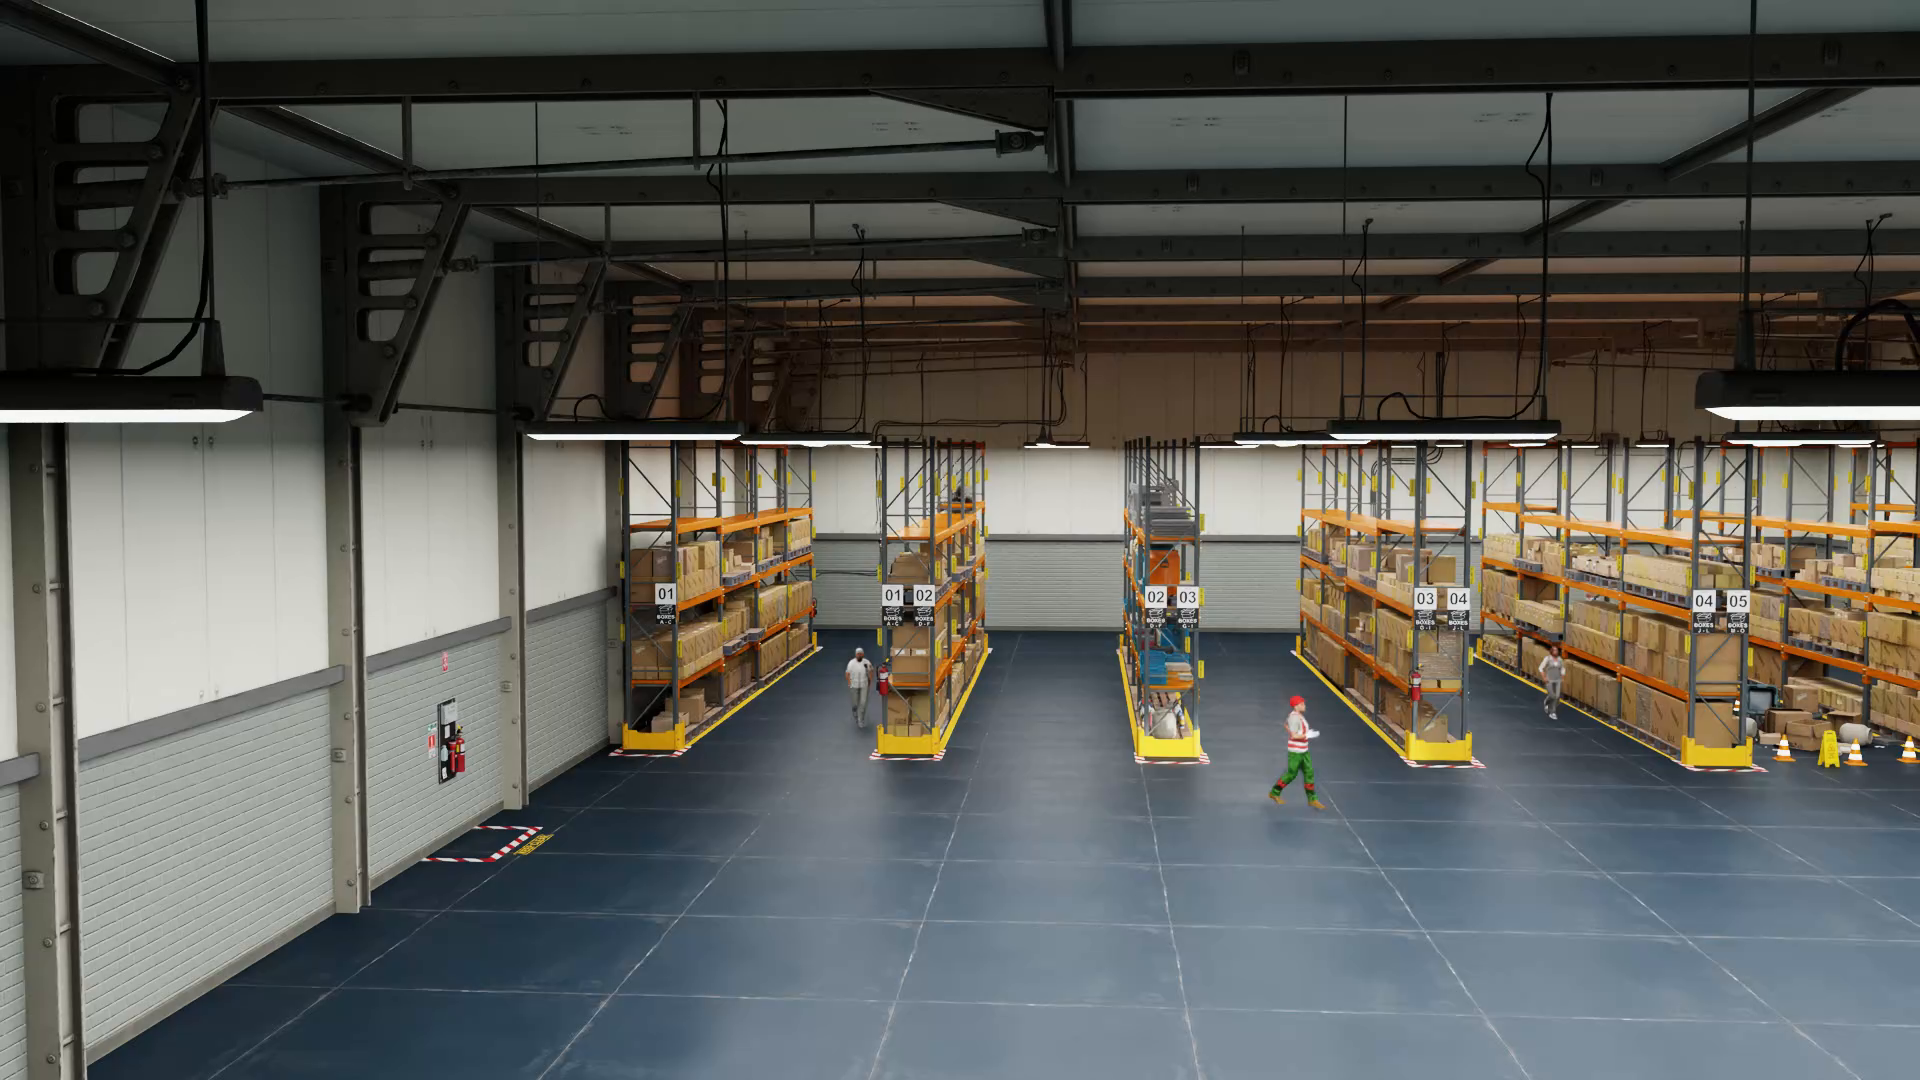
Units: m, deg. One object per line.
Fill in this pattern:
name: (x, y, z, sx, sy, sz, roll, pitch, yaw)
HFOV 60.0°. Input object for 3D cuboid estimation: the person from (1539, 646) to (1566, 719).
person: (12.721, 3.041, 35.704, 0.553, 1.565, 0.504, 0, 3, 3)

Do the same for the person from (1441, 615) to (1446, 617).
person: (13.348, 2.412, 46.793, 0.645, 1.615, 0.581, 2, 3, 27)

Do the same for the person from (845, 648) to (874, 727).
person: (-2.096, 3.056, 34.769, 0.597, 1.634, 0.754, 0, 3, -4)

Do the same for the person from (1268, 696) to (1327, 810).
person: (5.380, 3.381, 26.516, 0.920, 1.809, 0.648, 1, 3, 25)

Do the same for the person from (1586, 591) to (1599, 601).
person: (17.988, 2.256, 47.486, 0.987, 1.783, 0.667, 0, 3, 4)
